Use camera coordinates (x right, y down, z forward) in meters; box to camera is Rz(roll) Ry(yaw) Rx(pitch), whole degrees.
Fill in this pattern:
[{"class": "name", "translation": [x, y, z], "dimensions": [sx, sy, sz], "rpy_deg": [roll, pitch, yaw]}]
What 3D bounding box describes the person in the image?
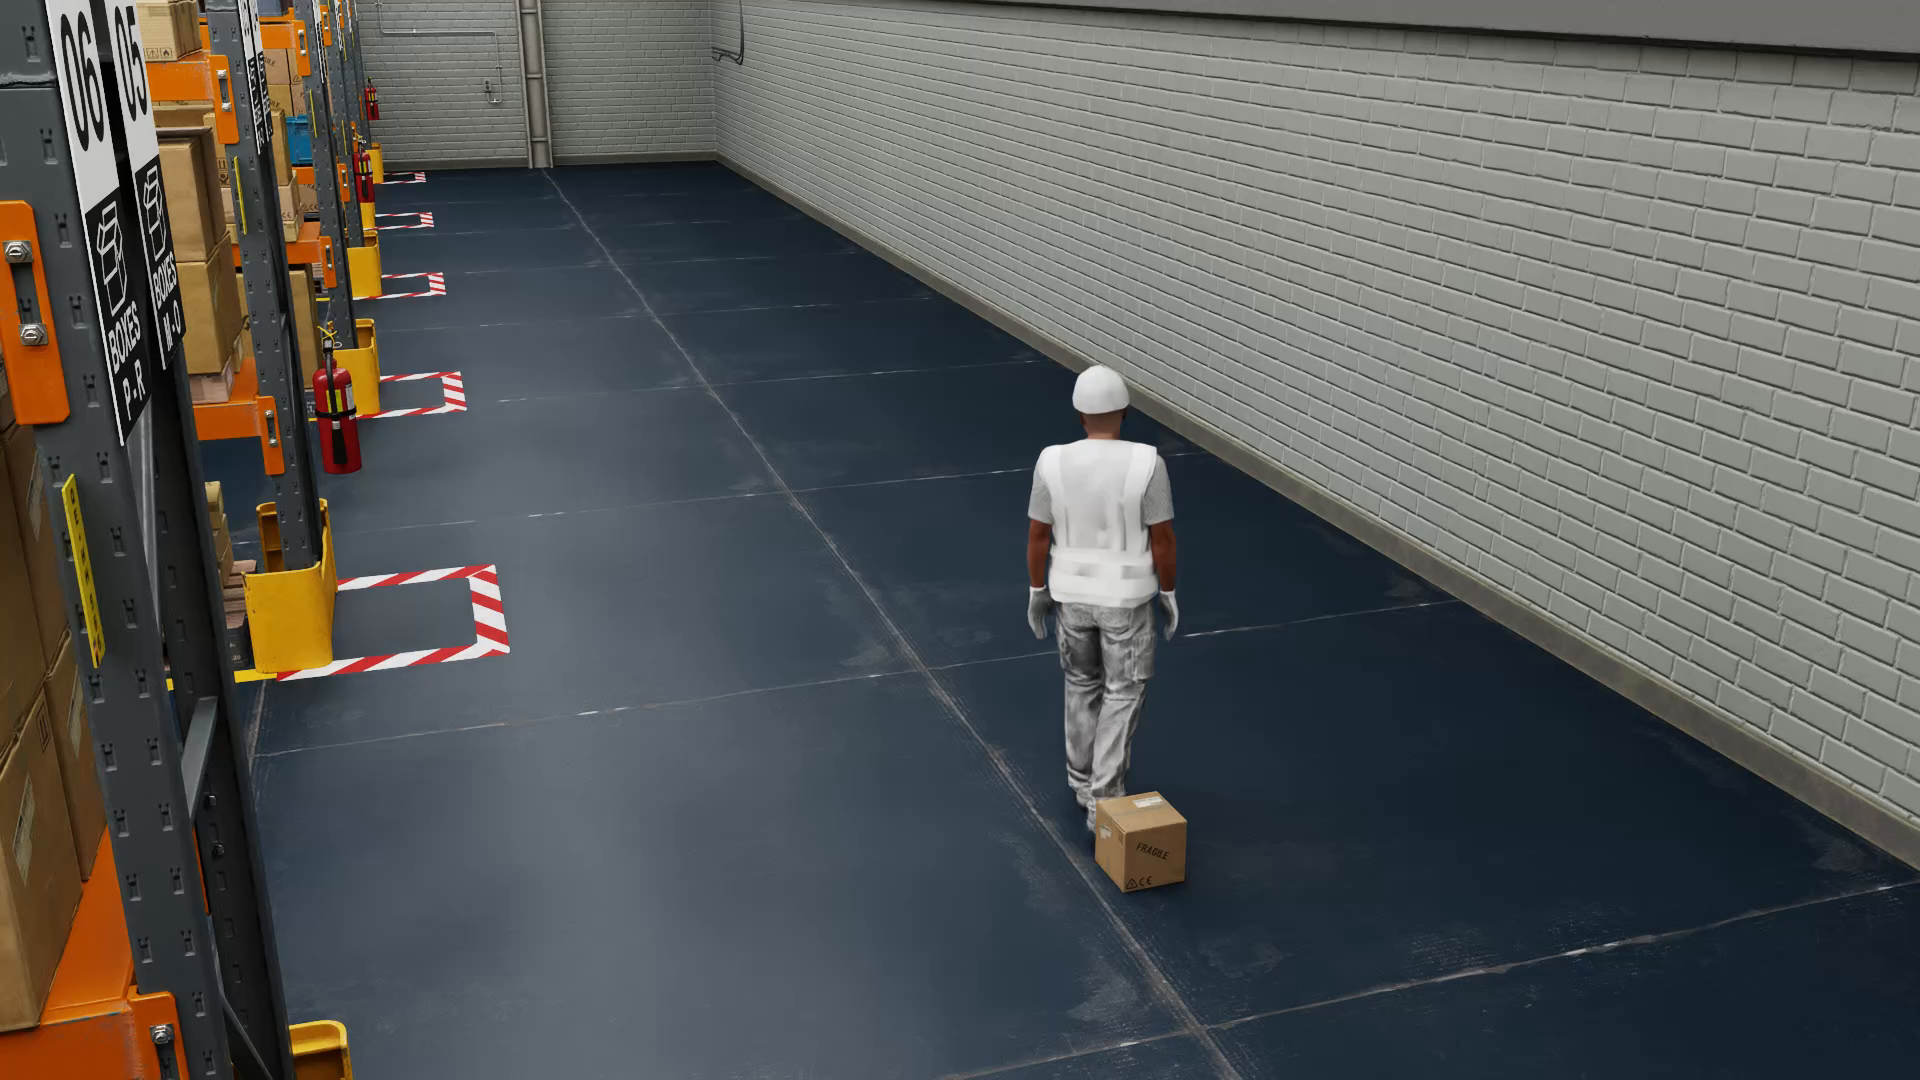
[{"class": "person", "translation": [0.564, -0.117, 6.322], "dimensions": [0.586, 1.082, 0.385], "rpy_deg": [7, 20, 18]}]
